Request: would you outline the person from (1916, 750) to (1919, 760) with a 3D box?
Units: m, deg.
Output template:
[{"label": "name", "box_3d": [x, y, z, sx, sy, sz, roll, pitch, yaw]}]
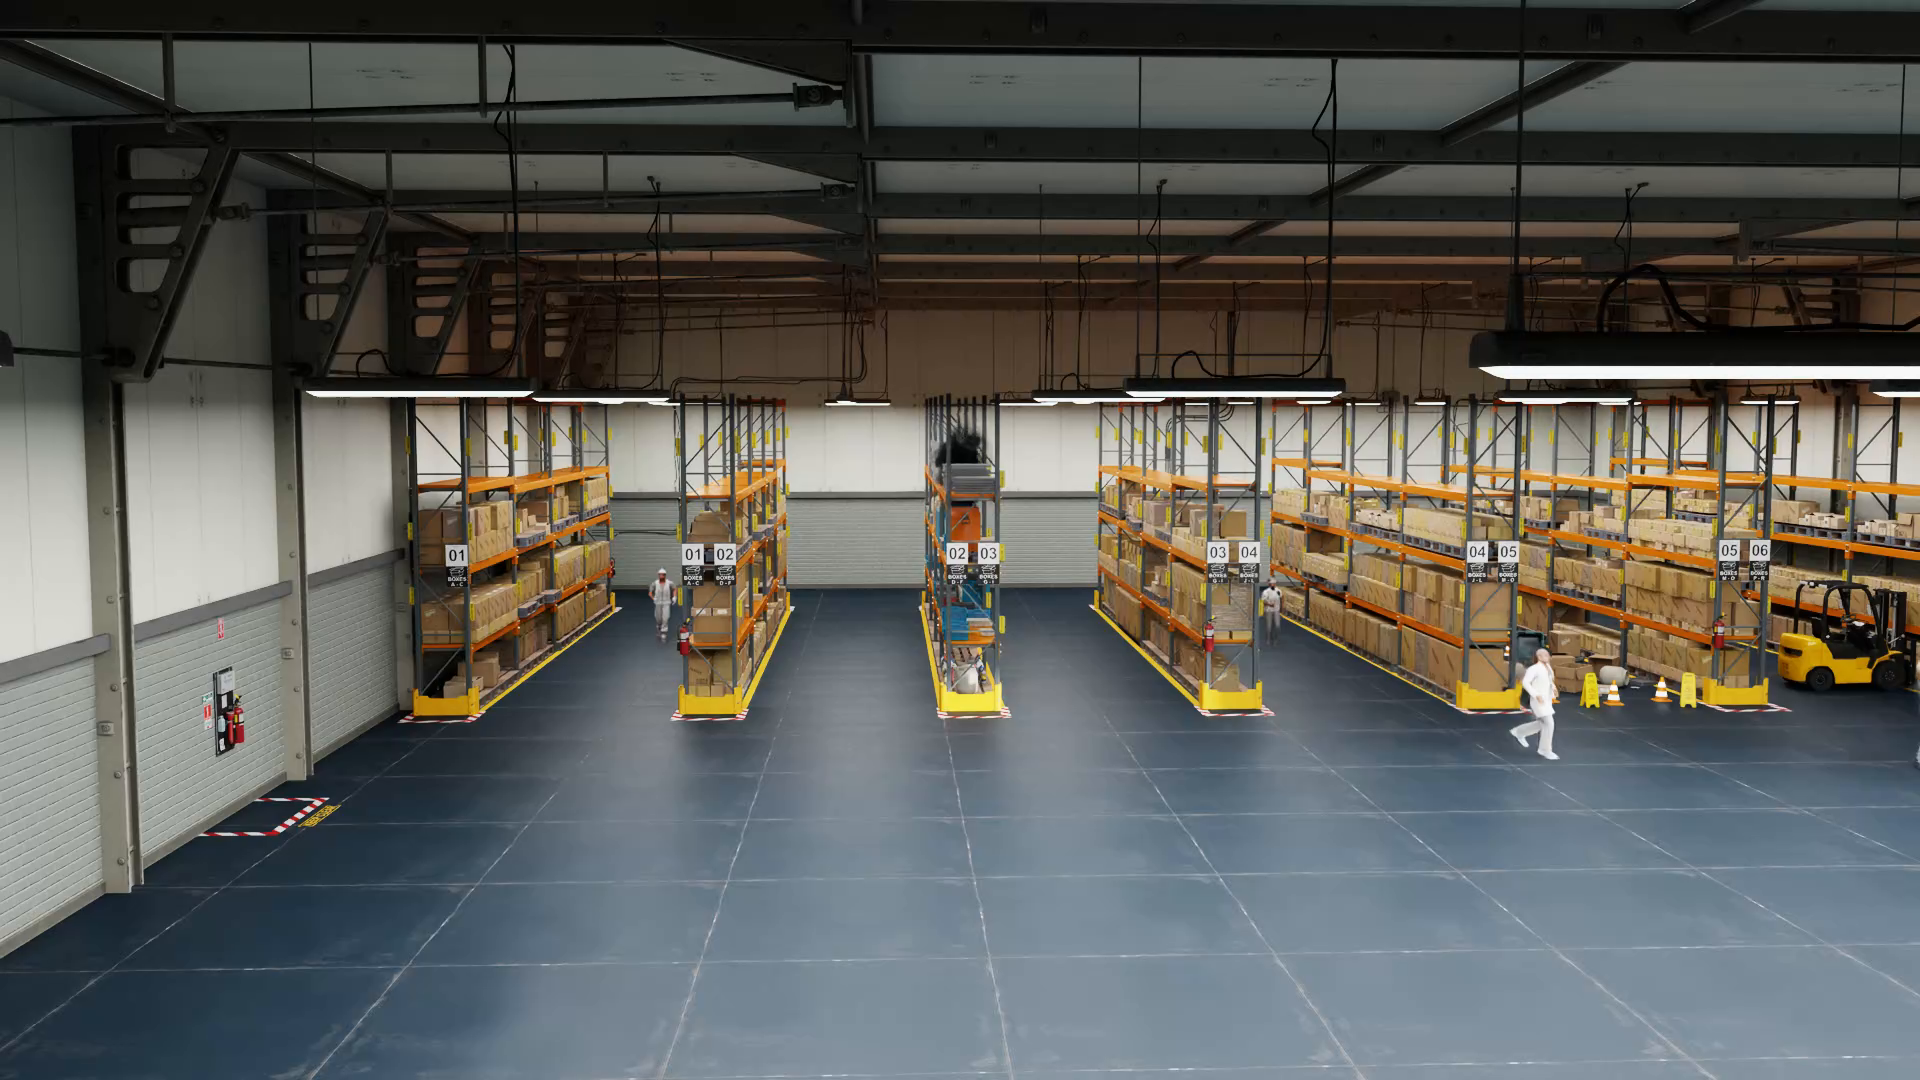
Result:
[{"label": "person", "box_3d": [15.530, 2.762, 26.132, 0.658, 1.829, 0.828, -4, 6, -42]}]

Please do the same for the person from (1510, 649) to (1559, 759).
[{"label": "person", "box_3d": [9.521, 2.680, 27.460, 0.853, 1.806, 0.733, 4, 6, 45]}]

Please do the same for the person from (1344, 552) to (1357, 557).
[{"label": "person", "box_3d": [11.754, 0.922, 50.085, 0.956, 1.668, 0.539, -2, 5, -20]}]

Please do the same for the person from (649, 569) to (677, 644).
[{"label": "person", "box_3d": [-7.300, 1.607, 40.875, 0.686, 1.792, 0.839, -1, 5, -8]}]

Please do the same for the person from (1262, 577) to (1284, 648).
[{"label": "person", "box_3d": [7.513, 1.751, 39.846, 0.590, 1.734, 0.682, 0, 5, -5]}]
